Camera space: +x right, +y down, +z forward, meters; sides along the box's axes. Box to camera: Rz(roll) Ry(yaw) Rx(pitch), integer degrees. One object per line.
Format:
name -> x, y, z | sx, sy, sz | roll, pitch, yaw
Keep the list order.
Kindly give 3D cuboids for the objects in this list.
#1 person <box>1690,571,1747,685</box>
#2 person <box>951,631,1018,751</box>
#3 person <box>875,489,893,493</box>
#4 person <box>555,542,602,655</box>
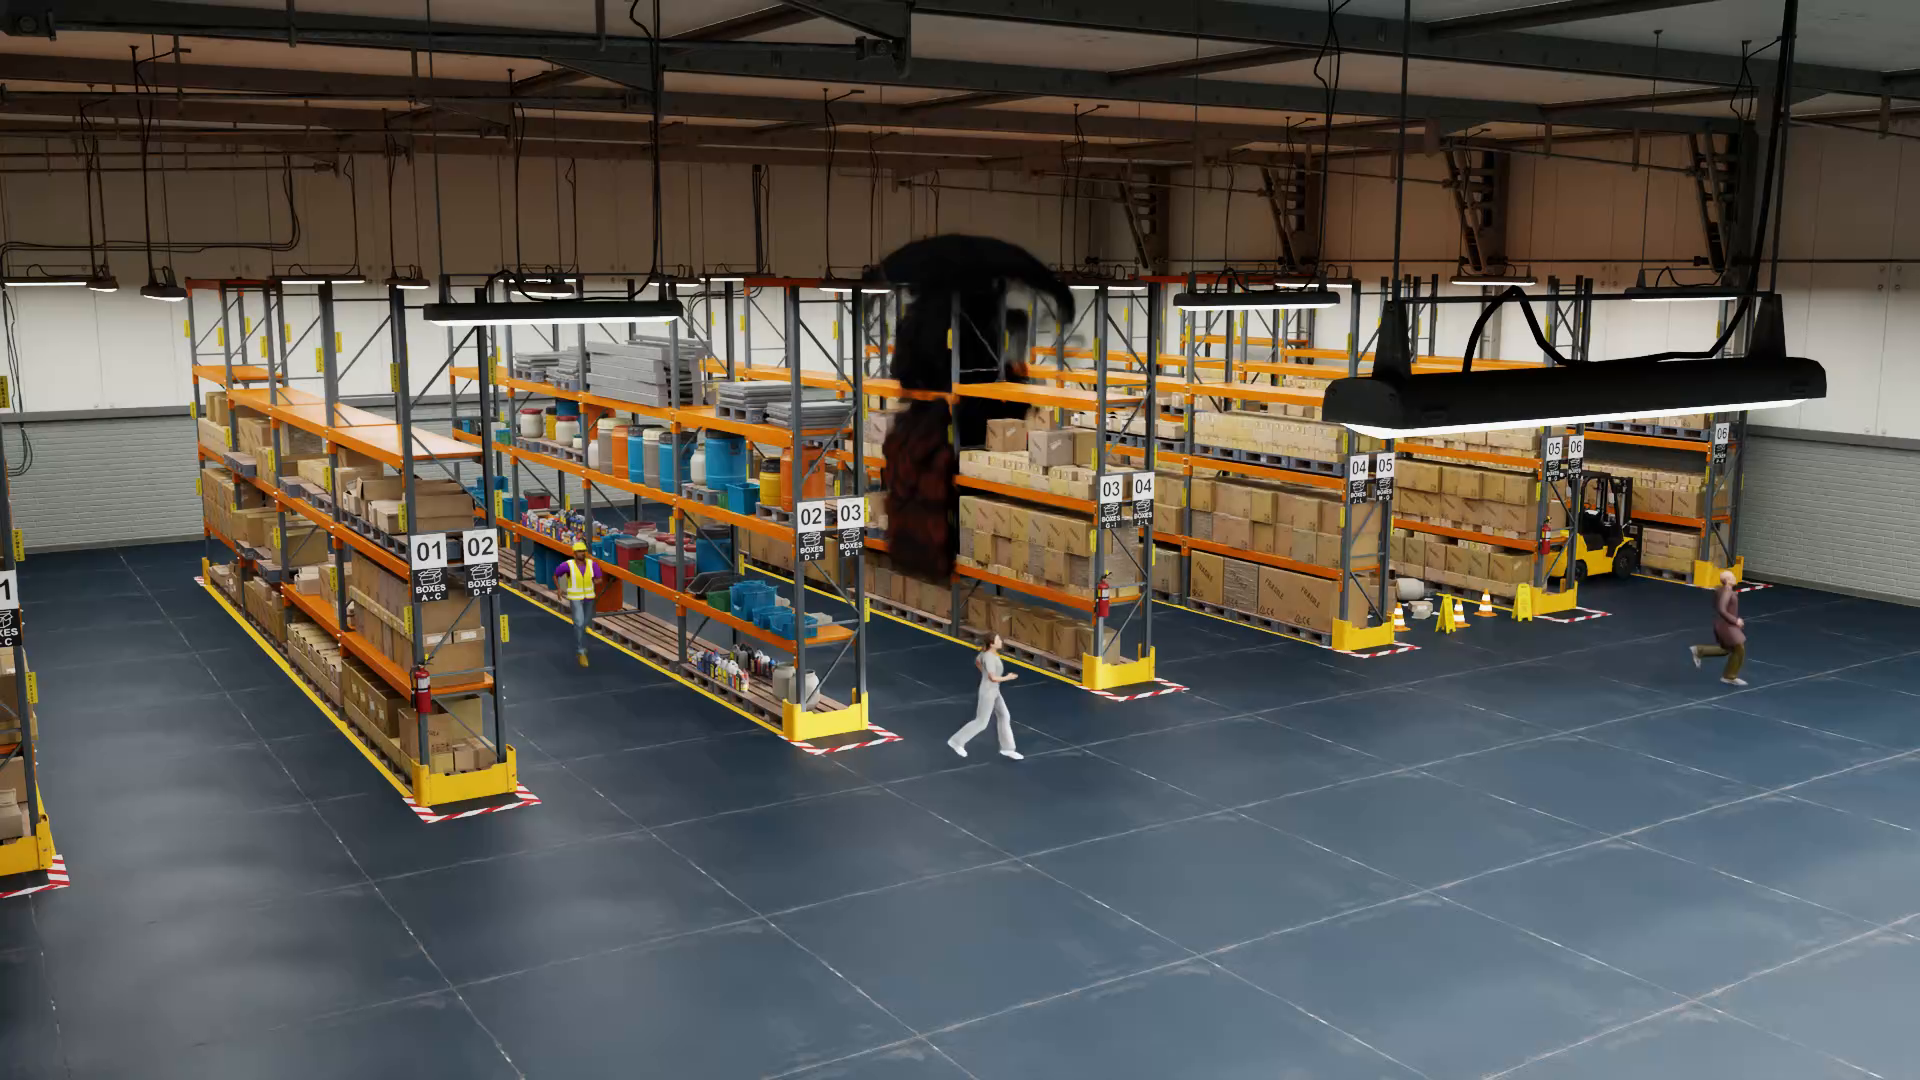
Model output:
person -> 11.494, 1.321, 25.091 | 0.805, 1.741, 0.726 | 2, 10, 11
person -> 0.310, 1.926, 21.163 | 0.853, 1.565, 0.575 | 0, 10, 2
person -> -1.592, -0.391, 35.917 | 0.444, 1.445, 0.496 | -7, 12, -36
person -> -5.801, 0.862, 25.388 | 0.647, 1.705, 0.598 | -7, 12, -36
